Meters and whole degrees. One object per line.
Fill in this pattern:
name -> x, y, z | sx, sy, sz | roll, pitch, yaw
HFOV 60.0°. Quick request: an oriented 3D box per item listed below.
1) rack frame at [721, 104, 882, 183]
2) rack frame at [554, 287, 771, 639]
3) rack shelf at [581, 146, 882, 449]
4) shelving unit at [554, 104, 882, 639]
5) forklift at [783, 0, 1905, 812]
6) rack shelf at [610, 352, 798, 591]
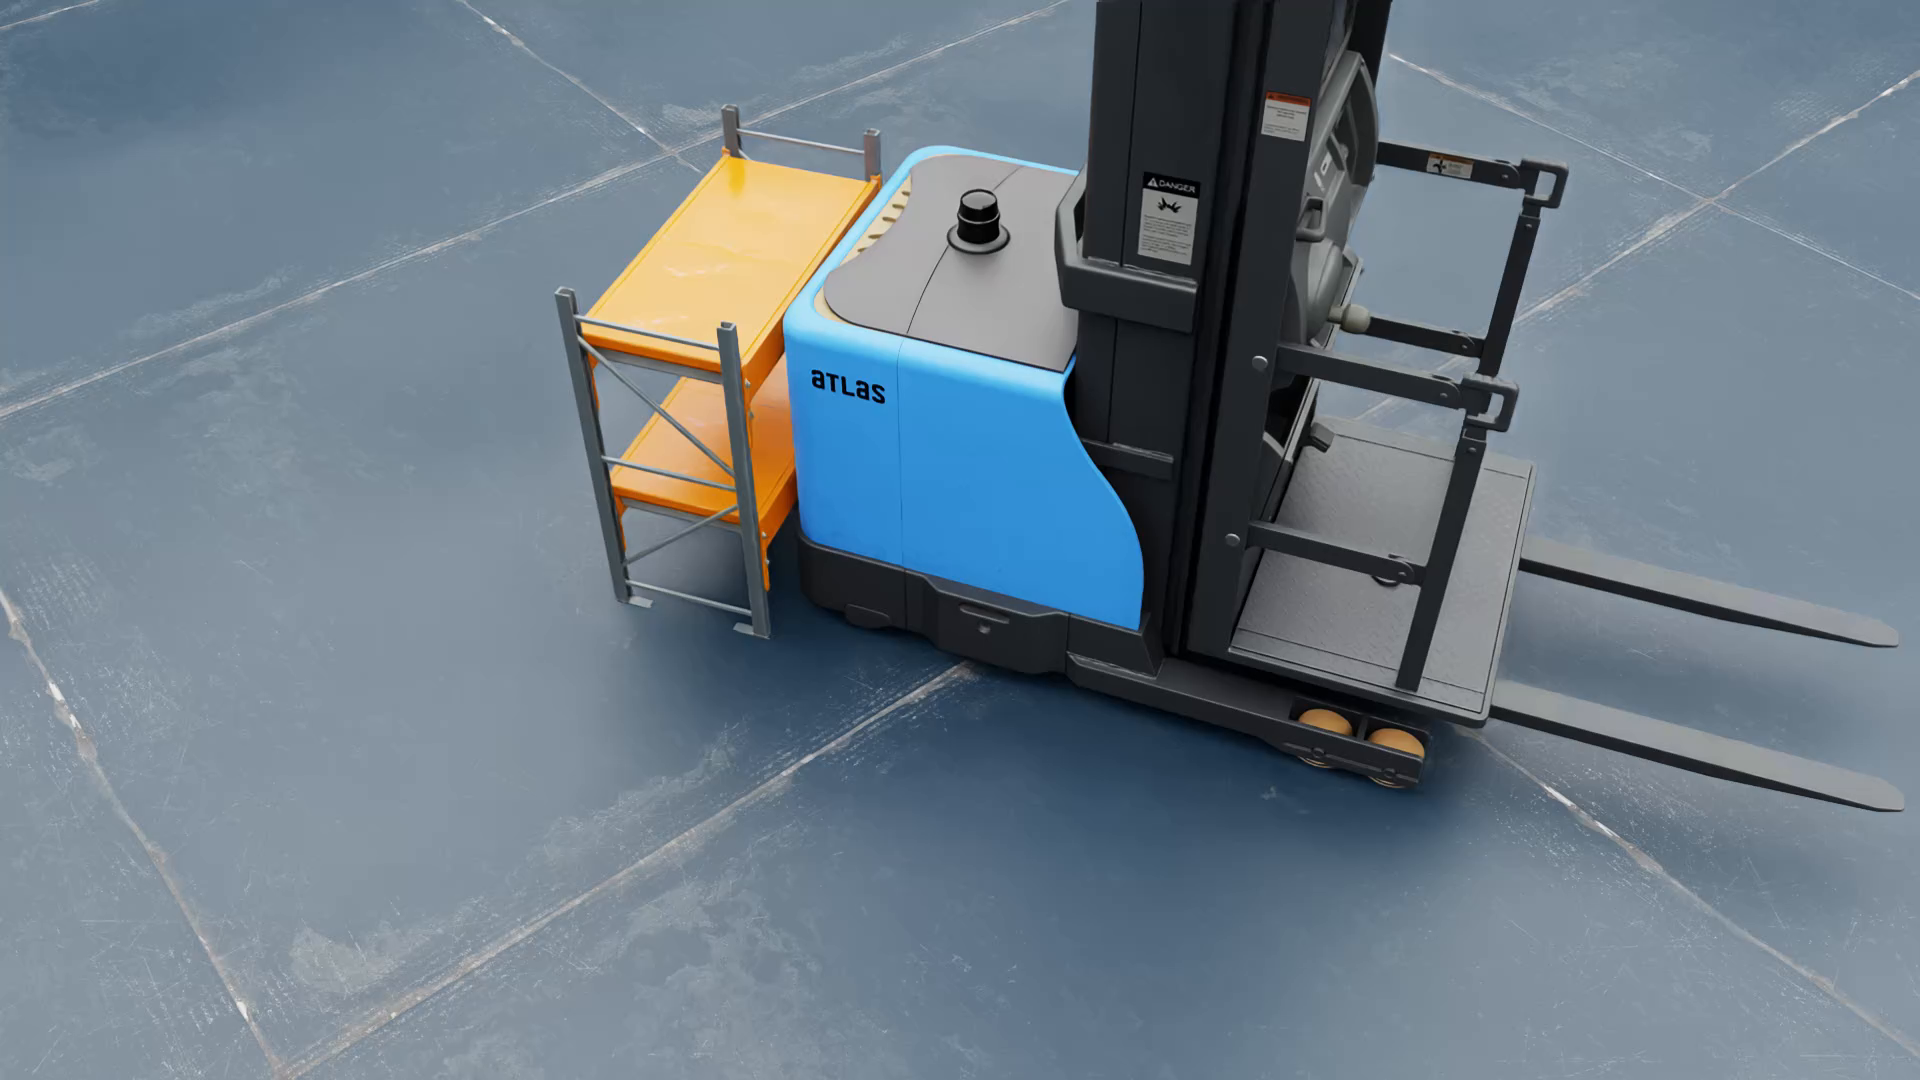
rack frame -> -0.475, -0.839, 5.321 | 0.500, 1.125, 0.032 | 13, 45, 14
rack frame -> -0.804, -0.180, 4.620 | 0.500, 1.125, 0.032 | 13, 45, 14
rack shelf -> -0.640, -0.723, 4.770 | 0.538, 0.278, 1.000 | 13, 45, 14
shelving unit -> -0.640, -0.509, 4.971 | 0.538, 1.125, 1.048 | 13, 45, 14
forklift -> 1.092, -0.808, 3.970 | 3.031, 2.935, 1.130 | 15, 45, 15
rack shelf -> -0.640, -0.331, 5.138 | 0.538, 0.278, 1.000 | 13, 45, 14
